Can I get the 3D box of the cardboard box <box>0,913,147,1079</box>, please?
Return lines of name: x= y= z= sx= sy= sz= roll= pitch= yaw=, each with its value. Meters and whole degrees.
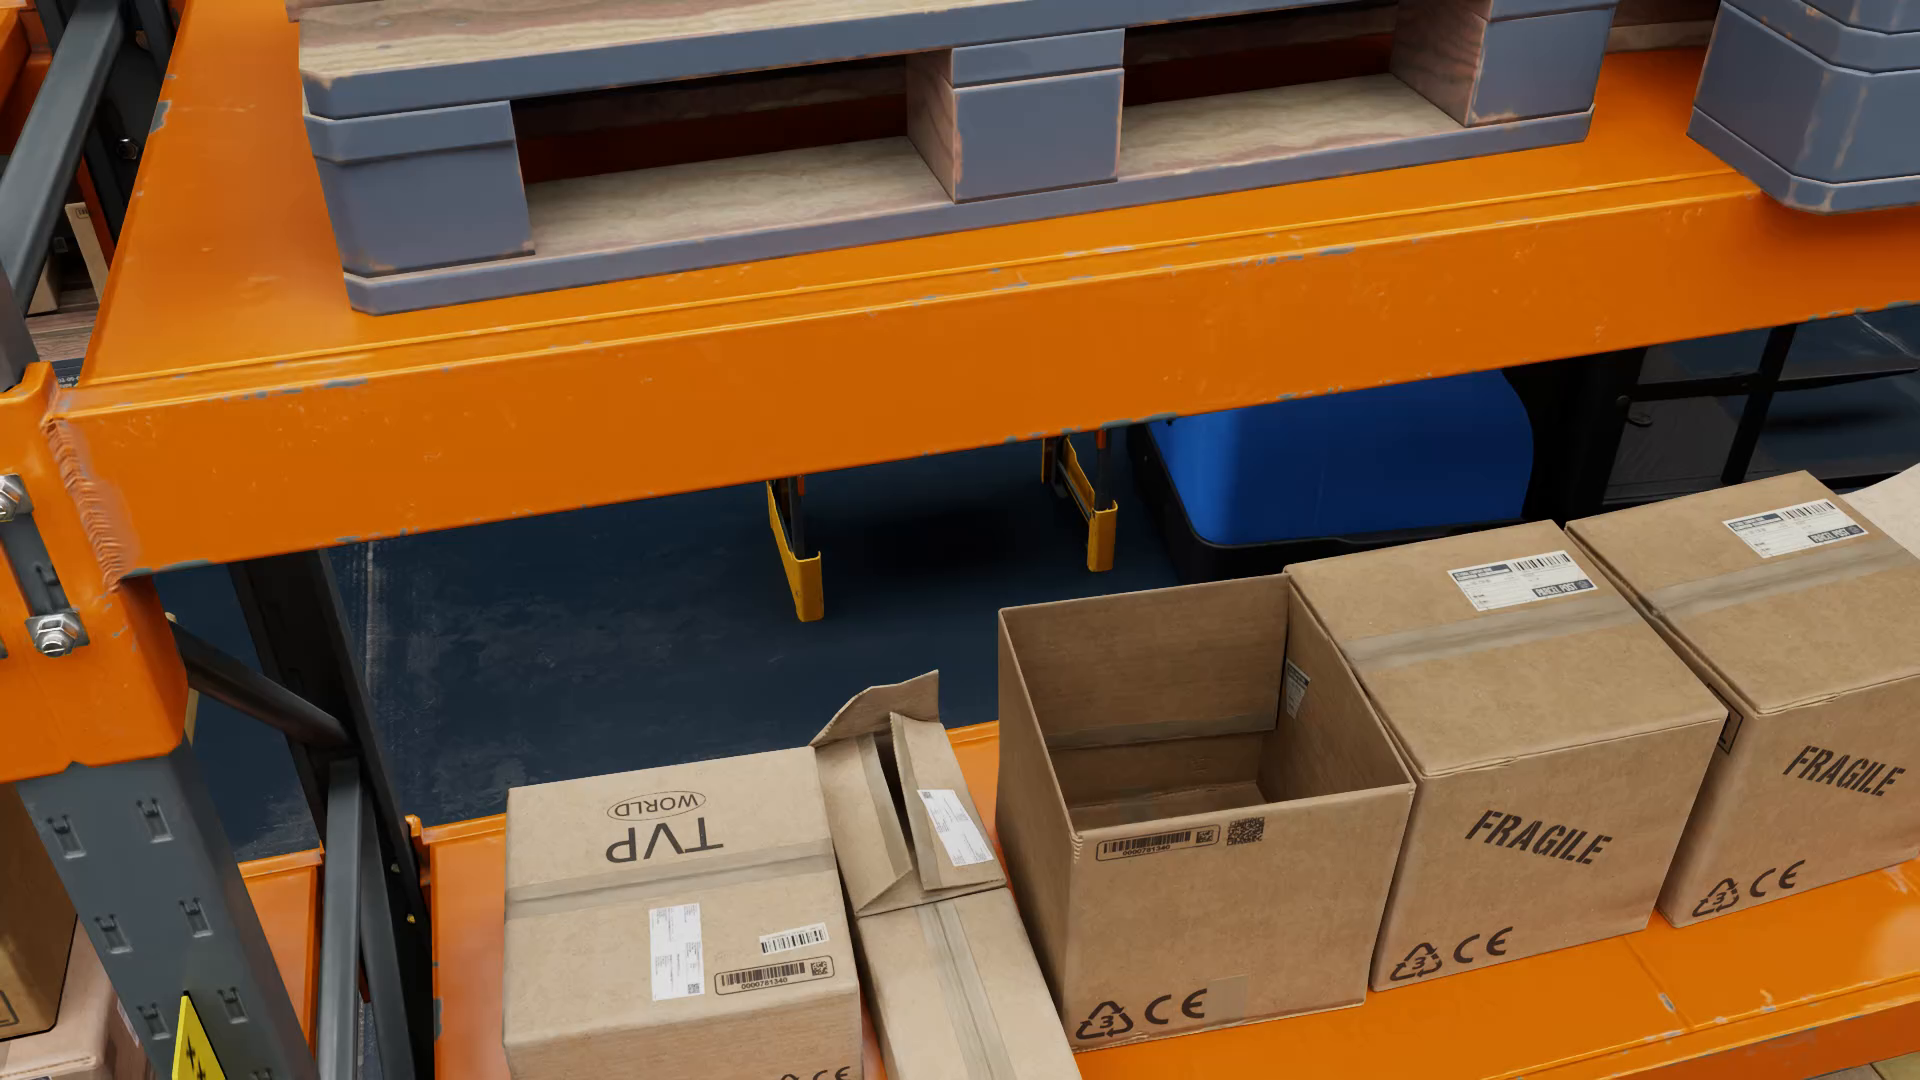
cardboard box: x=-1.108 y=0.530 z=1.973 sx=0.250 sy=0.149 sz=0.380 roll=-9 pitch=38 yaw=-12

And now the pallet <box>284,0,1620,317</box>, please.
pallet: x=-0.053 y=-0.604 z=1.760 sx=1.217 sy=0.209 sz=0.805 roll=-11 pitch=39 yaw=-14

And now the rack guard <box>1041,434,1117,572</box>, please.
rack guard: x=0.407 y=-0.166 z=5.761 sx=0.087 sy=0.250 sz=0.587 roll=-9 pitch=38 yaw=-12

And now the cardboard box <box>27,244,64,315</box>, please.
cardboard box: x=-3.746 y=-1.048 z=6.635 sx=0.250 sy=0.149 sz=0.380 roll=-12 pitch=39 yaw=-16

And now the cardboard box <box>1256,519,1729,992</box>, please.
cardboard box: x=0.836 y=0.344 z=2.750 sx=0.500 sy=0.500 sz=0.500 roll=-9 pitch=38 yaw=-12

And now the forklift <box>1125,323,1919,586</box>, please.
forklift: x=2.167 y=-1.336 z=5.084 sx=3.031 sy=2.935 sz=1.130 roll=-5 pitch=38 yaw=-7

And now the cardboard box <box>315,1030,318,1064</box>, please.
cardboard box: x=-1.431 y=1.176 z=3.045 sx=0.500 sy=0.500 sz=0.500 roll=-9 pitch=38 yaw=-12

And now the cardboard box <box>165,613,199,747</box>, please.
cardboard box: x=-1.212 y=0.290 z=2.286 sx=0.250 sy=0.149 sz=0.380 roll=-9 pitch=38 yaw=-12

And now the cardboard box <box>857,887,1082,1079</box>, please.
cardboard box: x=0.007 y=0.738 z=2.524 sx=0.250 sy=0.149 sz=0.380 roll=-9 pitch=38 yaw=-12

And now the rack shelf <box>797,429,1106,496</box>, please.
rack shelf: x=-0.082 y=-0.439 z=5.386 sx=1.000 sy=0.185 sz=0.538 roll=-9 pitch=38 yaw=-12

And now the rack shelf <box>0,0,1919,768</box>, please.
rack shelf: x=1.029 y=-0.564 z=2.142 sx=4.000 sy=0.370 sz=1.077 roll=-9 pitch=38 yaw=-12

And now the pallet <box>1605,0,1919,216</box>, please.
pallet: x=1.249 y=-0.753 z=1.952 sx=1.213 sy=0.211 sz=1.003 roll=-8 pitch=38 yaw=-10

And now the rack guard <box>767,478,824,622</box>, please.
rack guard: x=-0.554 y=-0.008 z=5.555 sx=0.087 sy=0.250 sz=0.587 roll=-9 pitch=38 yaw=-12

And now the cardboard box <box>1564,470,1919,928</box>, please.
cardboard box: x=1.344 y=0.260 z=2.859 sx=0.500 sy=0.500 sz=0.500 roll=-11 pitch=39 yaw=-14

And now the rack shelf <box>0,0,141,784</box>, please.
rack shelf: x=-2.832 y=0.069 z=1.314 sx=4.000 sy=0.370 sz=1.077 roll=-9 pitch=38 yaw=-12

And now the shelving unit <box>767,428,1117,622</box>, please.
shelving unit: x=-0.074 y=-0.584 z=5.279 sx=1.083 sy=1.500 sz=0.587 roll=-9 pitch=38 yaw=-12

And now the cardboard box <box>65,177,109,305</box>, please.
cardboard box: x=-3.188 y=-1.241 z=6.598 sx=0.500 sy=0.500 sz=0.500 roll=-12 pitch=39 yaw=-15

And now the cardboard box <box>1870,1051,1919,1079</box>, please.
cardboard box: x=2.019 y=1.041 z=3.376 sx=0.500 sy=0.311 sz=0.500 roll=-10 pitch=39 yaw=-13

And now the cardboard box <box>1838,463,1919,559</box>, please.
cardboard box: x=2.046 y=0.088 z=3.239 sx=0.500 sy=0.311 sz=0.500 roll=-10 pitch=38 yaw=-12

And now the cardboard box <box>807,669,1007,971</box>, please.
cardboard box: x=-0.101 y=0.465 z=2.784 sx=0.258 sy=0.266 sz=0.396 roll=-10 pitch=39 yaw=-13

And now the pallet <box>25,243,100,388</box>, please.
pallet: x=-4.016 y=-0.817 z=6.644 sx=1.213 sy=0.211 sz=1.003 roll=-9 pitch=38 yaw=-12

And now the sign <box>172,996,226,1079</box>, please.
sign: x=-0.755 y=0.608 z=1.708 sx=0.005 sy=0.325 sz=0.100 roll=-9 pitch=38 yaw=-12

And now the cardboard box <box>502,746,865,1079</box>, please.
cardboard box: x=-0.438 y=0.614 z=2.602 sx=0.500 sy=0.250 sz=0.500 roll=-7 pitch=38 yaw=-9

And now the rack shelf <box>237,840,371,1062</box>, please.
rack shelf: x=-2.832 y=1.261 z=2.225 sx=4.000 sy=0.370 sz=1.077 roll=-9 pitch=38 yaw=-12

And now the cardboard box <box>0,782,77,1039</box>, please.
cardboard box: x=-1.328 y=0.177 z=1.899 sx=0.500 sy=0.500 sz=0.700 roll=-9 pitch=38 yaw=-12

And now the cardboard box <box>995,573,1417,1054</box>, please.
cardboard box: x=0.353 y=0.423 z=2.646 sx=0.500 sy=0.500 sz=0.500 roll=-7 pitch=38 yaw=-9

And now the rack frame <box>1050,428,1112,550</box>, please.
rack frame: x=0.408 y=-0.663 z=5.382 sx=0.032 sy=1.500 sz=0.500 roll=-9 pitch=38 yaw=-12

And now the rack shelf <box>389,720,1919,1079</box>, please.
rack shelf: x=1.029 y=0.627 z=3.053 sx=4.000 sy=0.370 sz=1.077 roll=-9 pitch=38 yaw=-12

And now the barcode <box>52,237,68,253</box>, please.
barcode: x=-3.658 y=-1.194 z=6.735 sx=0.075 sy=0.075 sz=0.001 roll=-9 pitch=38 yaw=-12

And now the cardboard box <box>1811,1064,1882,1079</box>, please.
cardboard box: x=1.530 y=1.119 z=3.274 sx=0.500 sy=0.311 sz=0.500 roll=-10 pitch=38 yaw=-12

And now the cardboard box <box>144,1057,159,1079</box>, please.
cardboard box: x=-1.328 y=0.693 z=2.293 sx=0.500 sy=0.500 sz=0.700 roll=-10 pitch=39 yaw=-13

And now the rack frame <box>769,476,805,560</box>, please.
rack frame: x=-0.573 y=-0.502 z=5.171 sx=0.032 sy=1.500 sz=0.500 roll=-9 pitch=38 yaw=-12
